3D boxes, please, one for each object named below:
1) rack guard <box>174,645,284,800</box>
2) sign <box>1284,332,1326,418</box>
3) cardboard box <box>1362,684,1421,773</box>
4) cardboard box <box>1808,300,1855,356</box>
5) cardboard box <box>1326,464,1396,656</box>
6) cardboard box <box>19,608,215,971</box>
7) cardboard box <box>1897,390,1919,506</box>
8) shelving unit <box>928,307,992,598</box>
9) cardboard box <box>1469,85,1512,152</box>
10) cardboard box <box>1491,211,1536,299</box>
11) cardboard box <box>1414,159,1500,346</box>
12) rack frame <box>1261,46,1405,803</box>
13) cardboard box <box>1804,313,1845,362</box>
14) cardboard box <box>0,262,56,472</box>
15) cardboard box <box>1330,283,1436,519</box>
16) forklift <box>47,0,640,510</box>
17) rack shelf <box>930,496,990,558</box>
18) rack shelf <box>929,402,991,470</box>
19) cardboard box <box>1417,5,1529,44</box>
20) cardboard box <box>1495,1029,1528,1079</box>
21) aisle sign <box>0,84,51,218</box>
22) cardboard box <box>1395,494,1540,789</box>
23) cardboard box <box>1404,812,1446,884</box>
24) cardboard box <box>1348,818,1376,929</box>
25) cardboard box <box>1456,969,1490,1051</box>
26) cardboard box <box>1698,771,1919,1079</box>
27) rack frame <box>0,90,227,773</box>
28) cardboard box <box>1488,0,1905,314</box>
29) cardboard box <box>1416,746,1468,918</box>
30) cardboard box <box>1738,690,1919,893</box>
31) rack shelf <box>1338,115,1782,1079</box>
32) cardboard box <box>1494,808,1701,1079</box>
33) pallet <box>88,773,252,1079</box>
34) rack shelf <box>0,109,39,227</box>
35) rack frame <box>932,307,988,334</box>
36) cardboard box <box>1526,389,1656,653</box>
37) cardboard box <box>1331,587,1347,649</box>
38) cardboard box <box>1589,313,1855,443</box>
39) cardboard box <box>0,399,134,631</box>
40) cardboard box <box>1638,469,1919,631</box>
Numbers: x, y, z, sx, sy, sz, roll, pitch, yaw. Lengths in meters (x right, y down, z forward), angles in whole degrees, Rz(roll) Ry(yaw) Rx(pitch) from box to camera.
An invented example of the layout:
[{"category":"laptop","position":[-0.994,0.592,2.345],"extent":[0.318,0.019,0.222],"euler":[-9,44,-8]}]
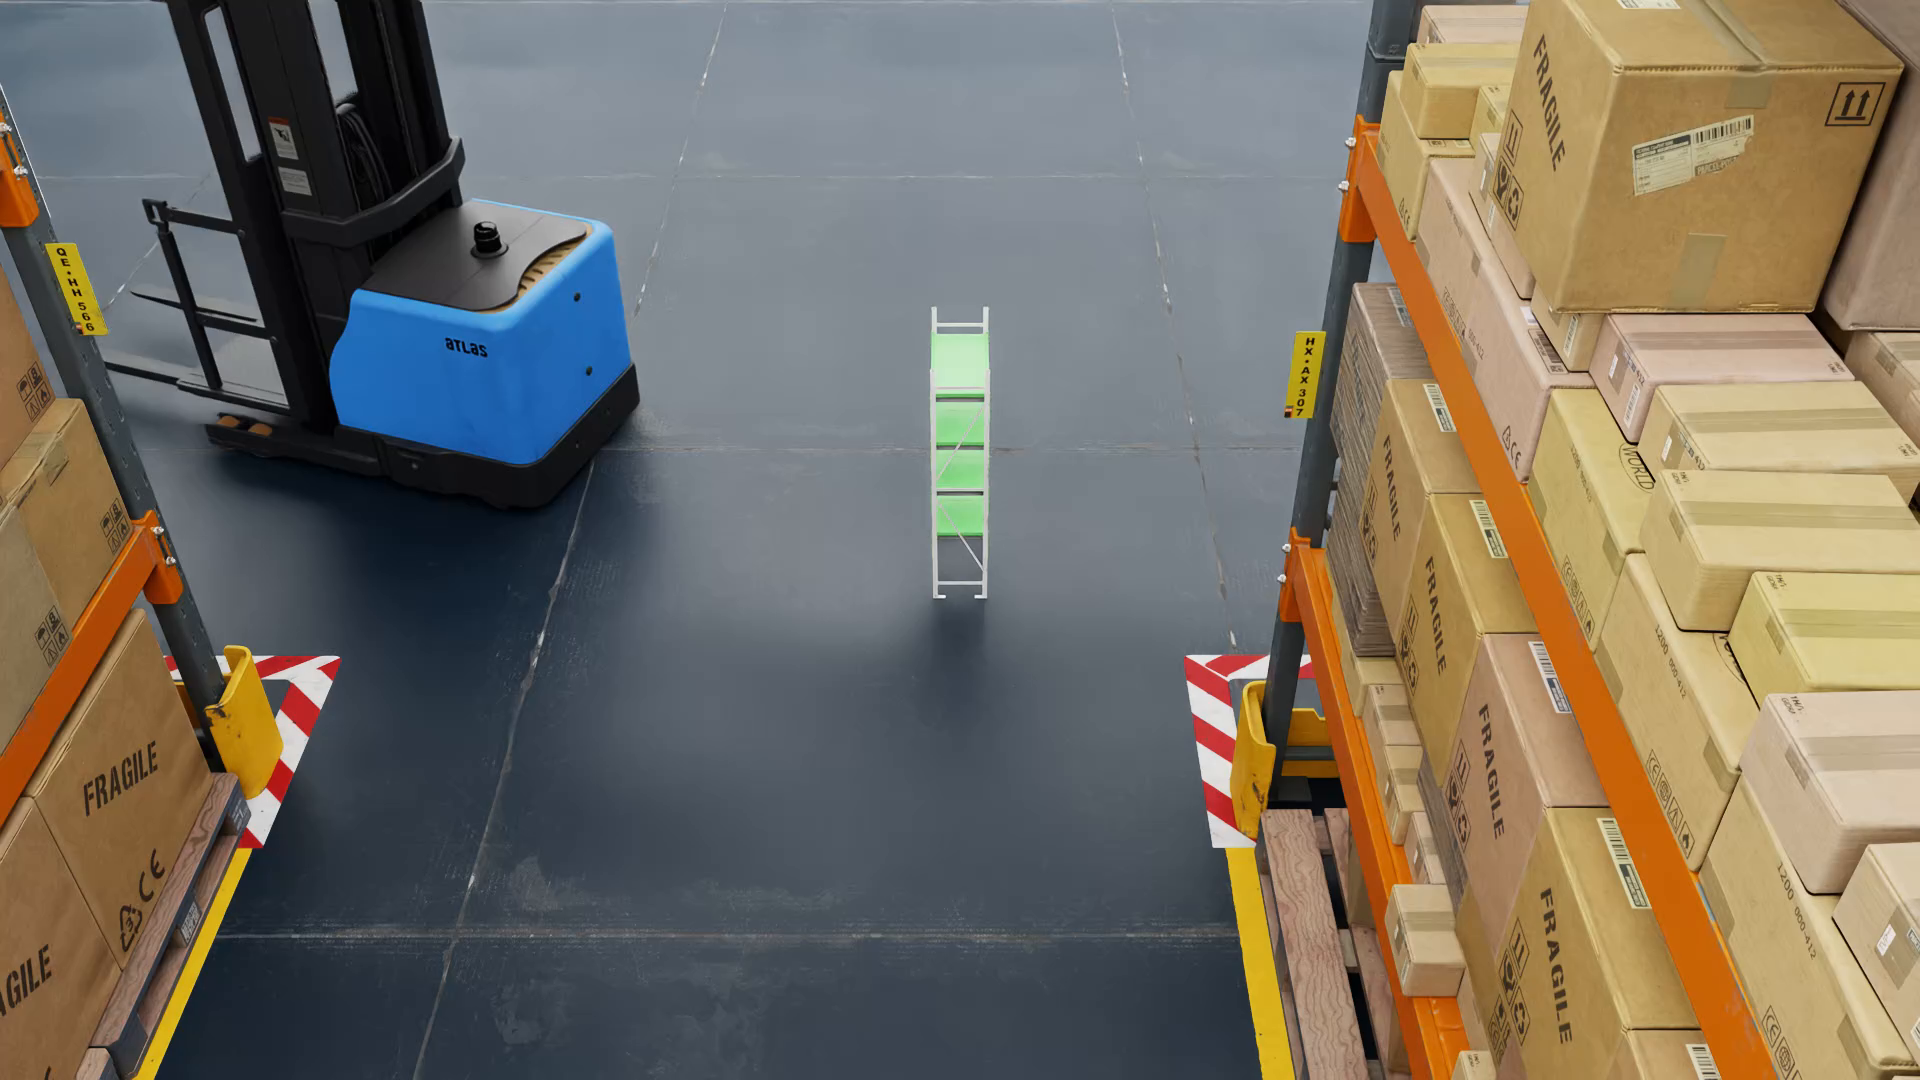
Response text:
[{"category":"rack guard","position":[-3.313,0.713,6.461],"extent":[1.175,0.500,0.348],"euler":[0,39,0]},{"category":"sign","position":[1.104,-0.525,5.315],"extent":[0.100,0.325,0.005],"euler":[0,39,0]},{"category":"cardboard box","position":[1.396,0.558,4.857],"extent":[0.380,0.149,0.250],"euler":[0,39,0]},{"category":"cardboard box","position":[1.954,-0.468,3.338],"extent":[0.380,0.149,0.250],"euler":[-2,39,-2]},{"category":"cardboard box","position":[1.620,0.001,5.032],"extent":[0.875,0.500,0.500],"euler":[0,39,0]},{"category":"cardboard box","position":[-3.246,0.842,5.664],"extent":[0.875,0.875,0.875],"euler":[0,39,0]},{"category":"cardboard box","position":[1.886,-0.134,2.921],"extent":[0.380,0.149,0.250],"euler":[1,39,1]},{"category":"shelving unit","position":[0.000,-0.365,7.246],"extent":[0.258,1.200,0.503],"euler":[0,39,0]},{"category":"cardboard box","position":[1.443,-0.963,3.956],"extent":[0.380,0.149,0.250],"euler":[-1,39,-1]},{"category":"cardboard box","position":[1.368,-0.641,3.553],"extent":[0.380,0.149,0.250],"euler":[0,39,0]},{"category":"cardboard box","position":[1.396,-0.676,3.916],"extent":[0.500,0.250,0.500],"euler":[-1,39,-1]},{"category":"rack frame","position":[1.647,-0.188,5.586],"extent":[1.000,3.000,0.127],"euler":[0,39,0]},{"category":"cardboard box","position":[1.897,-0.366,3.529],"extent":[0.500,0.250,0.500],"euler":[1,39,1]},{"category":"cardboard box","position":[-3.351,-0.495,4.986],"extent":[0.875,0.550,0.550],"euler":[0,39,0]},{"category":"cardboard box","position":[1.375,-0.389,4.719],"extent":[0.500,0.500,0.500],"euler":[0,39,0]},{"category":"forklift","position":[-3.213,-1.850,7.714],"extent":[3.031,2.935,1.130],"euler":[13,40,15]},{"category":"rack shelf","position":[0.000,-0.128,7.436],"extent":[0.258,0.148,0.480],"euler":[0,39,0]},{"category":"rack shelf","position":[0.000,-0.502,7.135],"extent":[0.258,0.148,0.480],"euler":[0,39,0]},{"category":"cardboard box","position":[1.416,-1.283,4.355],"extent":[0.380,0.149,0.250],"euler":[0,39,0]},{"category":"cardboard box","position":[1.646,1.252,3.472],"extent":[0.875,0.500,0.500],"euler":[0,39,0]},{"category":"aisle sign","position":[-3.013,-1.307,4.903],"extent":[0.394,0.787,0.004],"euler":[0,39,0]},{"category":"cardboard box","position":[1.371,0.236,3.939],"extent":[0.500,0.500,0.500],"euler":[0,39,0]},{"category":"cardboard box","position":[1.417,0.870,4.466],"extent":[0.380,0.149,0.250],"euler":[0,39,0]},{"category":"cardboard box","position":[1.631,1.014,5.749],"extent":[0.500,0.500,0.500],"euler":[7,39,8]},{"category":"cardboard box","position":[1.447,1.183,4.076],"extent":[0.380,0.149,0.250],"euler":[0,39,0]},{"category":"cardboard box","position":[1.400,0.590,2.336],"extent":[0.500,0.250,0.500],"euler":[1,39,1]},{"category":"rack frame","position":[-3.313,-0.248,5.660],"extent":[1.000,3.000,0.127],"euler":[0,39,0]},{"category":"cardboard box","position":[1.379,-0.780,3.208],"extent":[0.500,0.500,0.500],"euler":[0,39,0]},{"category":"cardboard box","position":[1.698,0.626,4.252],"extent":[0.875,0.500,0.500],"euler":[0,39,0]},{"category":"cardboard box","position":[1.340,0.346,2.322],"extent":[0.380,0.149,0.250],"euler":[-1,39,-1]},{"category":"rack shelf","position":[1.649,0.173,3.312],"extent":[1.077,0.370,4.000],"euler":[0,39,0]},{"category":"cardboard box","position":[1.374,0.862,3.159],"extent":[0.500,0.500,0.500],"euler":[0,39,0]},{"category":"pallet","position":[-3.234,1.341,5.908],"extent":[1.003,0.211,1.213],"euler":[0,39,0]},{"category":"rack shelf","position":[-3.311,0.113,3.386],"extent":[1.077,0.370,4.000],"euler":[0,39,0]},{"category":"rack frame","position":[0.000,-0.517,7.436],"extent":[0.240,1.200,0.015],"euler":[0,39,0]},{"category":"cardboard box","position":[1.398,-0.041,3.123],"extent":[0.500,0.250,0.500],"euler":[1,39,1]},{"category":"cardboard box","position":[1.390,0.245,5.247],"extent":[0.380,0.149,0.250],"euler":[0,39,0]},{"category":"cardboard box","position":[1.430,-0.314,3.145],"extent":[0.380,0.149,0.250],"euler":[0,39,-1]},{"category":"cardboard box","position":[-3.267,-0.074,5.324],"extent":[0.875,0.550,0.550],"euler":[0,39,0]},{"category":"cardboard box","position":[1.356,0.019,2.730],"extent":[0.380,0.149,0.250],"euler":[2,39,2]}]
